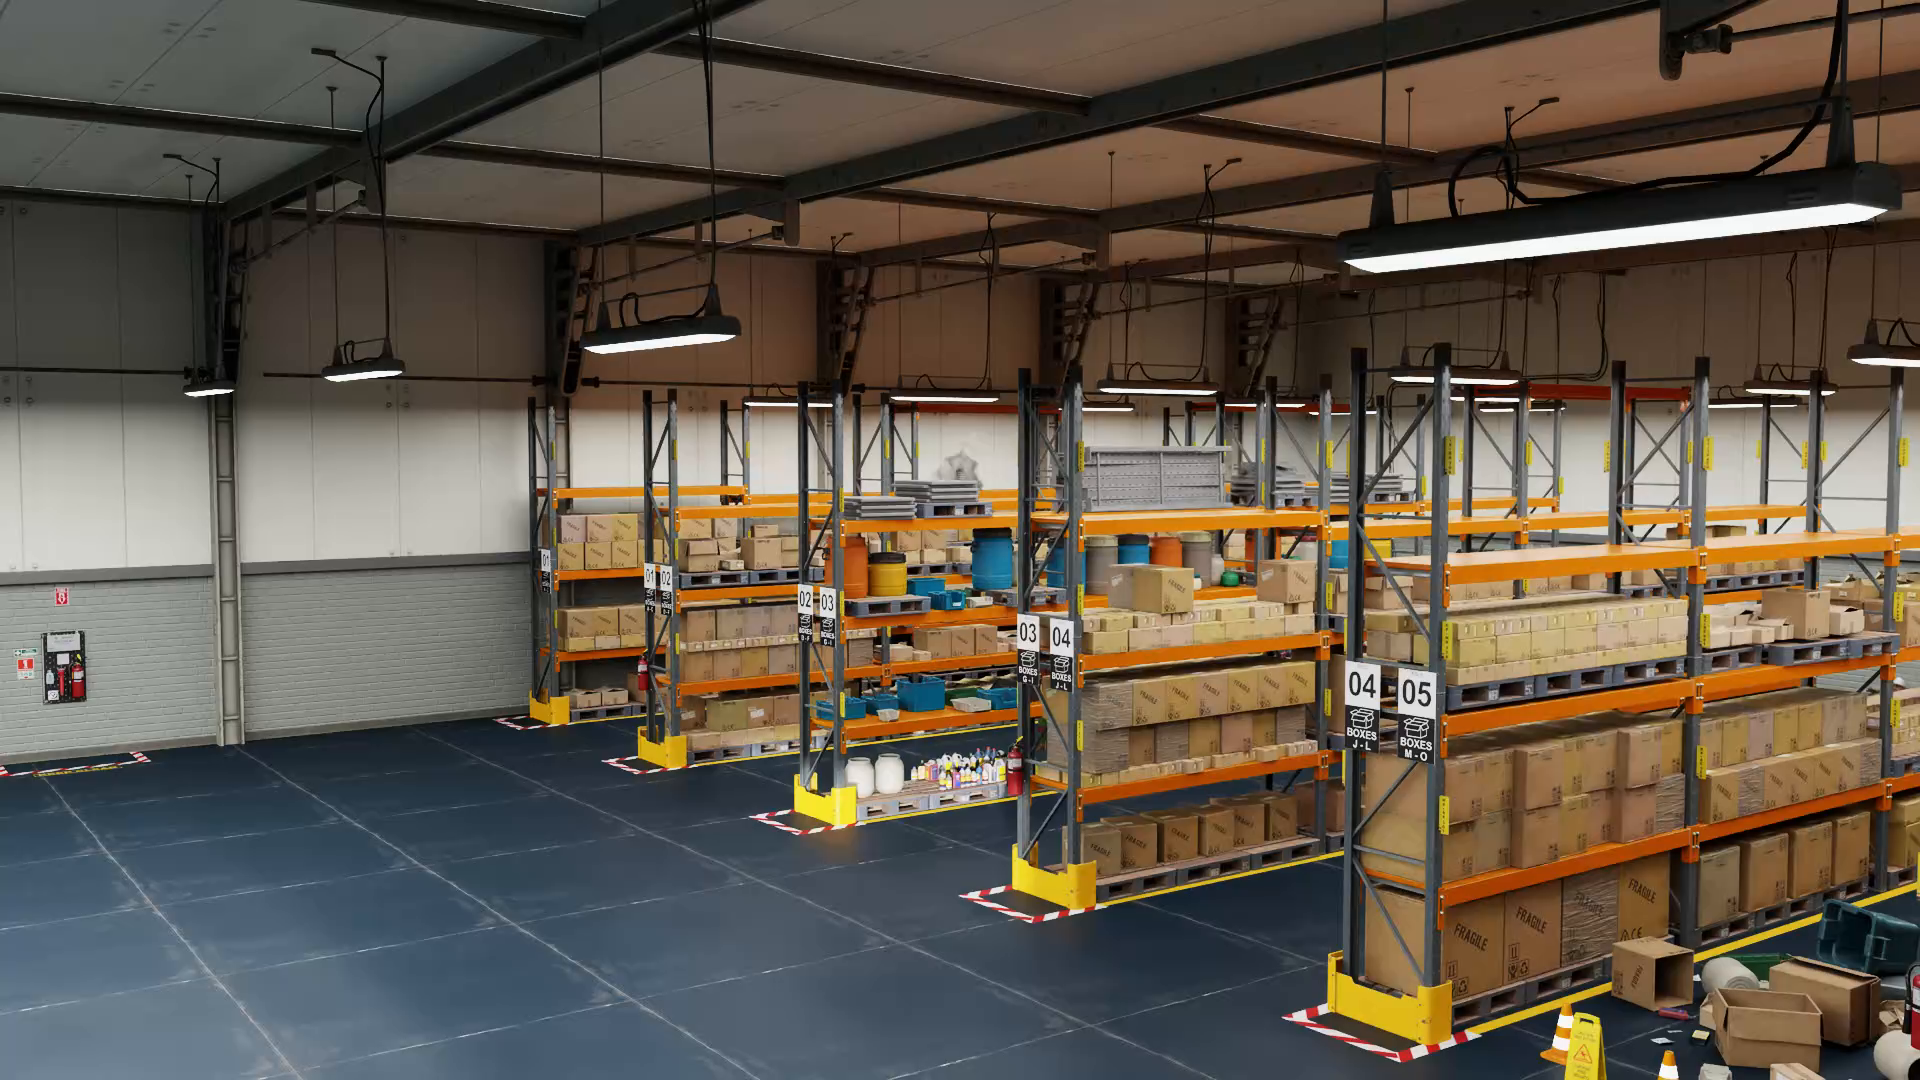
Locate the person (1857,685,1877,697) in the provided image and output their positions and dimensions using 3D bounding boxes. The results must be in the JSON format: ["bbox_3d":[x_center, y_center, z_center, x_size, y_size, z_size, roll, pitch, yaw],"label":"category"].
[{"bbox_3d":[12.607,2.926,23.074,0.830,1.848,0.631,-2,4,-33],"label":"person"}]

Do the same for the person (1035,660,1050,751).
[{"bbox_3d":[1.579,2.616,27.898,0.928,1.804,0.633,-3,4,-37],"label":"person"}]

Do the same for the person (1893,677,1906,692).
[{"bbox_3d":[13.453,2.867,23.838,0.782,1.821,0.672,-2,4,-35],"label":"person"}]
